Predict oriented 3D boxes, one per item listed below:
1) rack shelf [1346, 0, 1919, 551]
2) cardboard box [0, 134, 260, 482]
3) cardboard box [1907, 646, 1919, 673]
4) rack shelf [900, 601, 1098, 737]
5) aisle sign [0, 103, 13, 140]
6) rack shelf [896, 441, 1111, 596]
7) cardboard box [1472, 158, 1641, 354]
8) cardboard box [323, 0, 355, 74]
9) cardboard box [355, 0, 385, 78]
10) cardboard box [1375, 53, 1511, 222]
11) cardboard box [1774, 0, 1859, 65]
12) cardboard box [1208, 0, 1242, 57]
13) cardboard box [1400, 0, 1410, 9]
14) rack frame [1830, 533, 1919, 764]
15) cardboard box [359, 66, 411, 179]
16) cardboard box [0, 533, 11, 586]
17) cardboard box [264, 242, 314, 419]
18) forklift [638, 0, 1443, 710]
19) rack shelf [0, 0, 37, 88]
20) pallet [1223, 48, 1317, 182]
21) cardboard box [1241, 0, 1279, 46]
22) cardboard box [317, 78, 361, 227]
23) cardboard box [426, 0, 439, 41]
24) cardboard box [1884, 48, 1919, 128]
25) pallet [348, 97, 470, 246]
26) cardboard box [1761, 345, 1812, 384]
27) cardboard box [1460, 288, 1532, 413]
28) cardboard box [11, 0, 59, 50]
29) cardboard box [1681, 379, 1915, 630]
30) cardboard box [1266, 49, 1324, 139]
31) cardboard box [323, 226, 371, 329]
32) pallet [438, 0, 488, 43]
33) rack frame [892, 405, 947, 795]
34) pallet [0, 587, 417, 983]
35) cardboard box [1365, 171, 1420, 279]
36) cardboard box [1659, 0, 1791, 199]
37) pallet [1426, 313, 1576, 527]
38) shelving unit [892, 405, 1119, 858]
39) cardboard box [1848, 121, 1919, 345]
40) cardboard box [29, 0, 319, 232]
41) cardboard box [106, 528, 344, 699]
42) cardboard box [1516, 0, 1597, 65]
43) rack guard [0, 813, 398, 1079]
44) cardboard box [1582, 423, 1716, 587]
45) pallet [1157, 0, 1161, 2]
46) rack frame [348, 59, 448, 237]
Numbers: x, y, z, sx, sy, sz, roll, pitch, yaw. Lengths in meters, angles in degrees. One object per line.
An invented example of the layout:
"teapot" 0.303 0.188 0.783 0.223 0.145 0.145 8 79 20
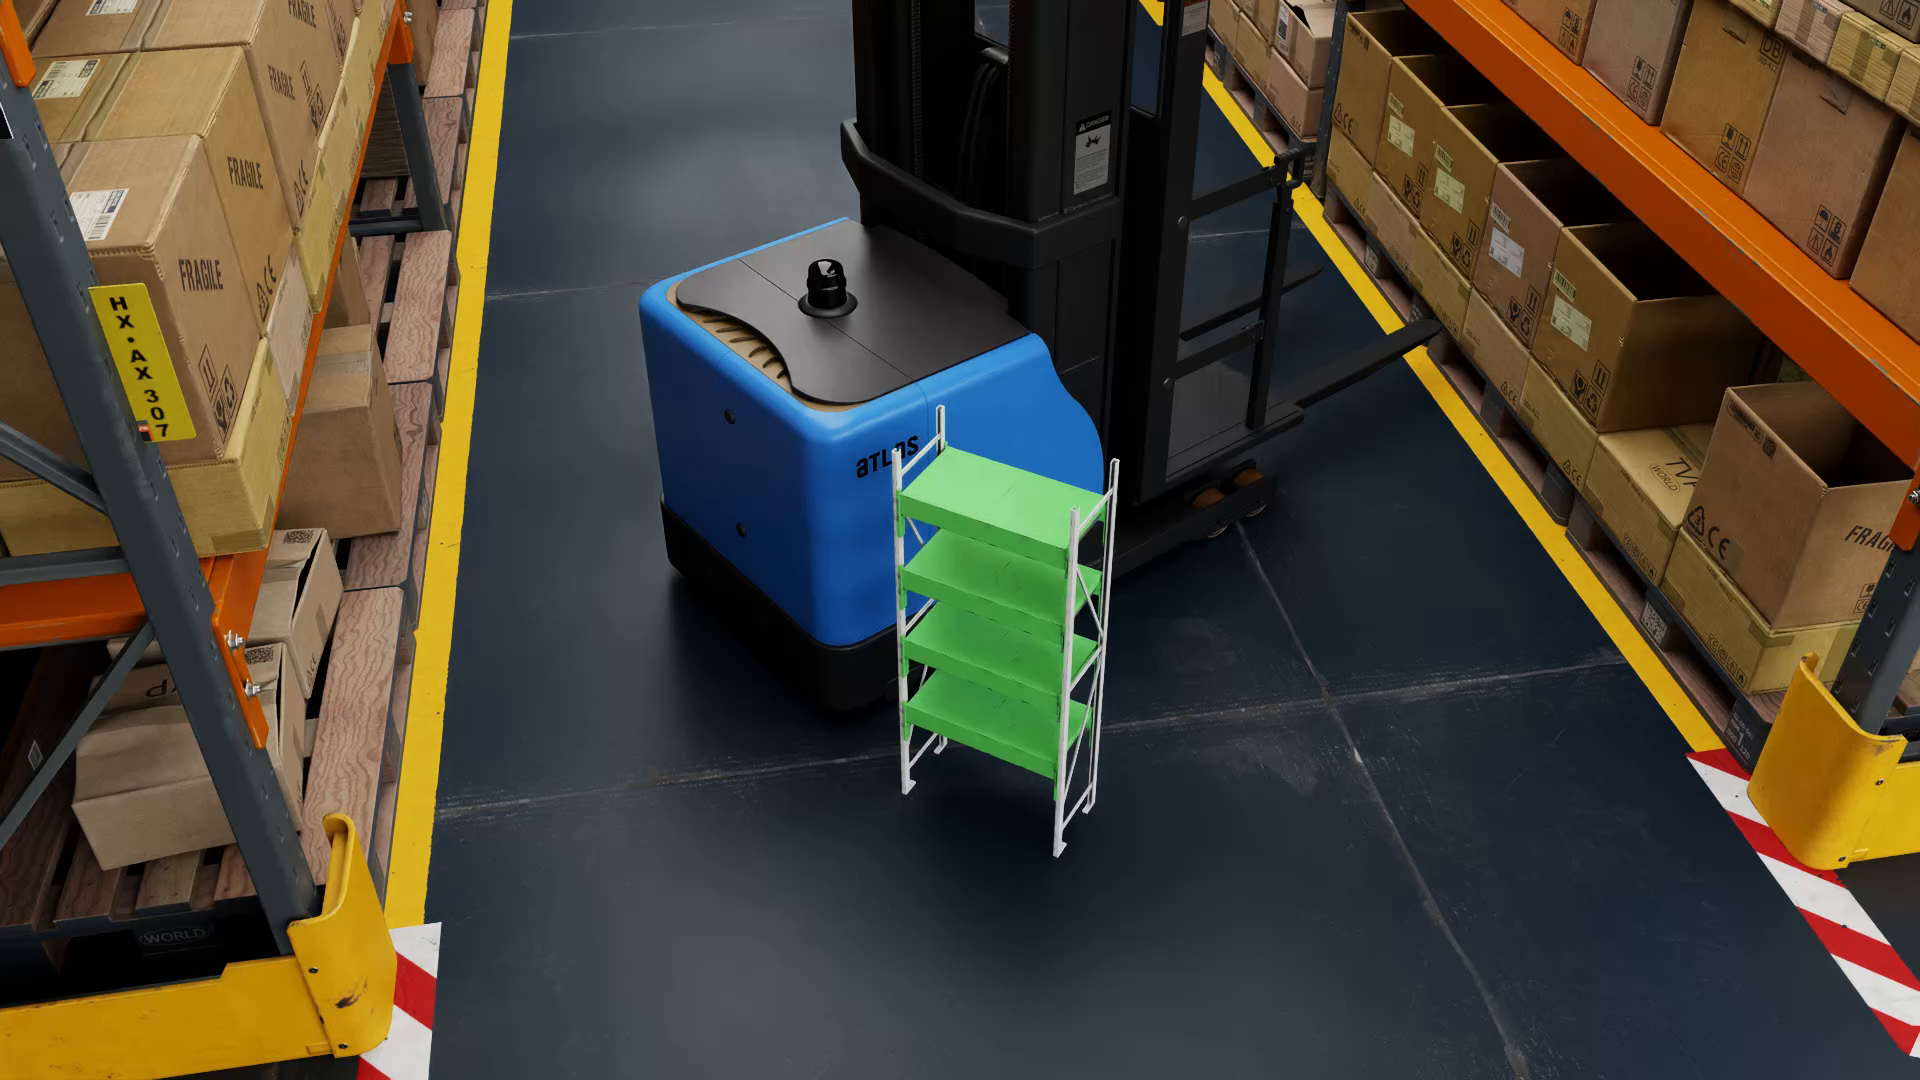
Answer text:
"rack shelf" 2.513 -1.374 5.660 1.077 0.370 4.000 -6 38 -8
"cardboard box" -1.800 -0.481 3.418 0.500 0.500 0.500 -6 38 -8
"cardboard box" 2.989 0.122 5.047 0.500 0.250 0.500 -6 38 -8
"rack shelf" 0.110 0.319 4.466 0.480 0.148 0.258 19 42 23
"aisle sign" -1.704 -0.931 2.384 0.394 0.787 0.004 -6 38 -8
"rack shelf" 0.110 -0.060 4.171 0.480 0.148 0.258 19 42 23
"cardboard box" 2.201 -1.023 5.909 0.500 0.500 0.500 -6 38 -8
"cardboard box" -2.155 -1.718 5.011 0.500 0.500 0.500 -7 38 -9
"cardboard box" -2.253 -1.725 5.631 0.500 0.250 0.500 -6 38 -8
"cardboard box" 2.031 -1.627 6.688 0.500 0.500 0.500 -6 38 -8
"cardboard box" 2.475 -1.421 4.524 0.380 0.149 0.250 -6 38 -7
"cardboard box" 1.628 -2.780 8.783 0.500 0.250 0.500 -5 38 -7
"cardboard box" 2.336 -2.444 7.893 0.500 0.311 0.500 -6 38 -8
"rack frame" 2.864 -0.450 3.885 1.000 3.000 0.127 -6 38 -8
"cardboard box" -2.859 -1.961 7.508 0.700 0.500 0.500 -5 38 -6
"cardboard box" -2.285 -0.125 3.572 0.500 0.250 0.500 -6 38 -7
"cardboard box" -1.890 -0.505 4.061 0.500 0.250 0.500 -7 38 -9
"forklift" 0.488 -1.396 5.158 3.031 2.935 1.130 -26 45 -30
"rack shelf" -2.363 -2.024 4.051 1.077 0.370 4.000 -6 38 -8
"pallet" 1.995 -2.206 8.417 1.003 0.211 1.213 -6 38 -8
"cardboard box" 1.712 -2.695 8.216 0.500 0.311 0.500 -5 38 -7
"cardboard box" -2.060 -1.119 4.851 0.500 0.250 0.500 -6 38 -8
"cardboard box" -3.146 -2.884 8.696 0.700 0.500 0.500 -6 38 -8
"cardboard box" 2.562 -1.114 4.129 0.380 0.149 0.250 -5 38 -7
"pallet" -2.851 -1.700 7.766 1.003 0.211 1.213 -6 38 -8
"cardboard box" 2.899 -0.476 5.205 0.500 0.500 0.500 -6 38 -8
"cardboard box" 2.204 -0.727 6.140 0.500 0.250 0.500 -6 38 -8
"cardboard box" -2.478 -1.039 4.137 0.500 0.500 0.500 -7 38 -9
"cardboard box" 2.477 -0.118 4.745 0.500 0.500 0.500 -6 38 -8
"cardboard box" 1.805 -2.166 7.991 0.500 0.250 0.500 -7 38 -8
"cardboard box" -2.492 -0.895 6.136 0.500 0.500 0.500 -9 39 -11
"pallet" -3.279 -3.174 9.663 1.003 0.211 1.213 -6 38 -8
"rack frame" -0.103 0.196 4.520 0.015 1.200 0.240 19 42 23
"pallet" -2.133 0.646 4.747 1.003 0.211 1.213 -6 38 -8
"cardboard box" 2.028 -1.331 6.917 0.500 0.250 0.500 -6 38 -8
"cardboard box" 2.617 -1.390 5.013 0.700 0.500 0.500 -6 38 -8
"pallet" 2.478 -0.542 6.275 1.003 0.211 1.213 -6 38 -8
"shelving unit" 0.110 0.269 4.426 0.503 1.200 0.258 19 42 23
"cardboard box" 2.795 -0.773 4.219 0.700 0.500 0.500 -6 38 -8
"cardboard box" -1.961 -1.093 4.207 0.500 0.500 0.500 -7 38 -9
"cardboard box" -2.145 0.201 4.879 0.500 0.311 0.500 -3 38 -4
"cardboard box" 2.430 -2.017 5.820 0.700 0.500 0.500 -6 38 -7
"rack guard" -2.026 1.026 4.022 1.175 0.500 0.348 -6 38 -8
"cardboard box" 2.380 -0.123 5.362 0.500 0.250 0.500 -6 38 -8
"pallet" 1.567 -3.680 10.314 1.003 0.211 1.213 -6 38 -8
"rack frame" -2.714 -2.331 6.306 1.000 3.000 0.127 -6 38 -8
